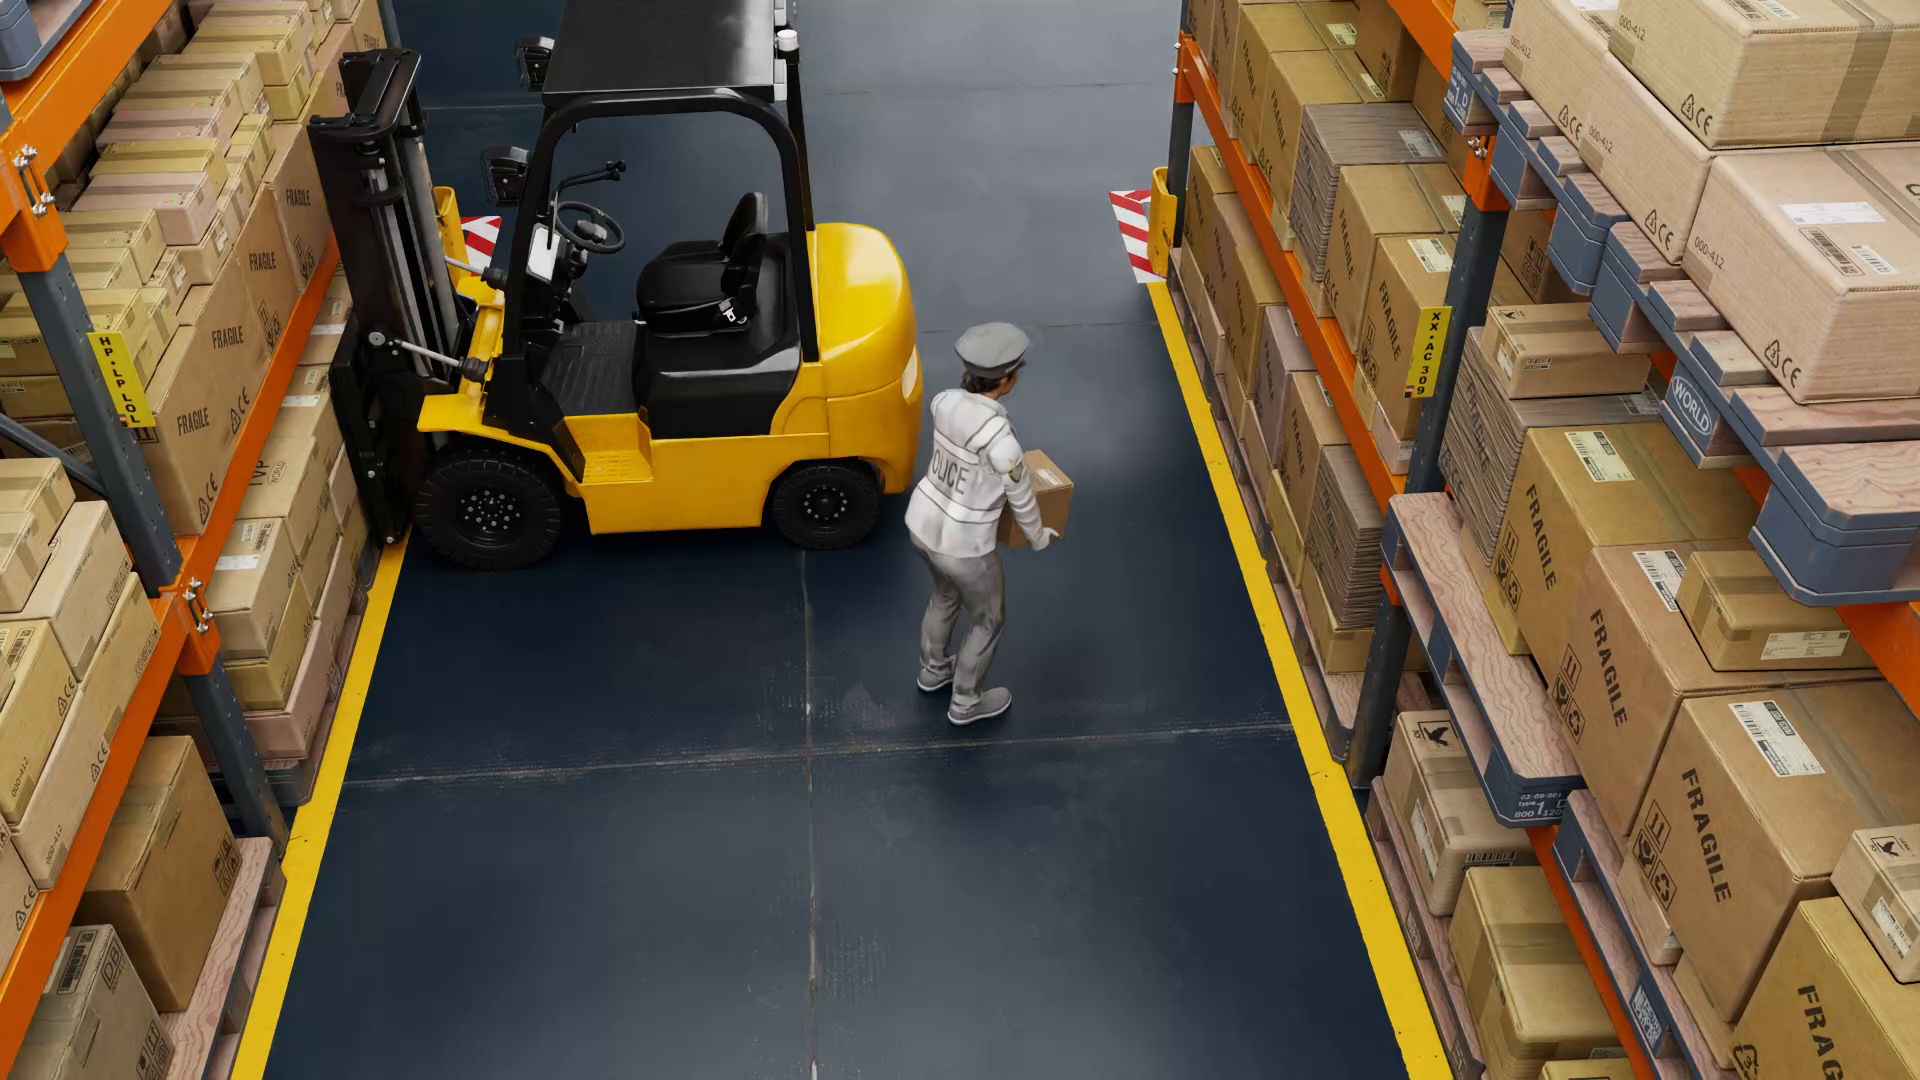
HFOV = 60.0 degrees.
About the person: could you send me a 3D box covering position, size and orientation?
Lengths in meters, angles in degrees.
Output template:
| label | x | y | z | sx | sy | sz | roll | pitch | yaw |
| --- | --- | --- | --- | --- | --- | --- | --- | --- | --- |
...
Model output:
| label | x | y | z | sx | sy | sz | roll | pitch | yaw |
| --- | --- | --- | --- | --- | --- | --- | --- | --- | --- |
| person | 0.071 | -0.048 | 6.246 | 0.570 | 1.631 | 0.419 | -24 | 45 | -26 |
